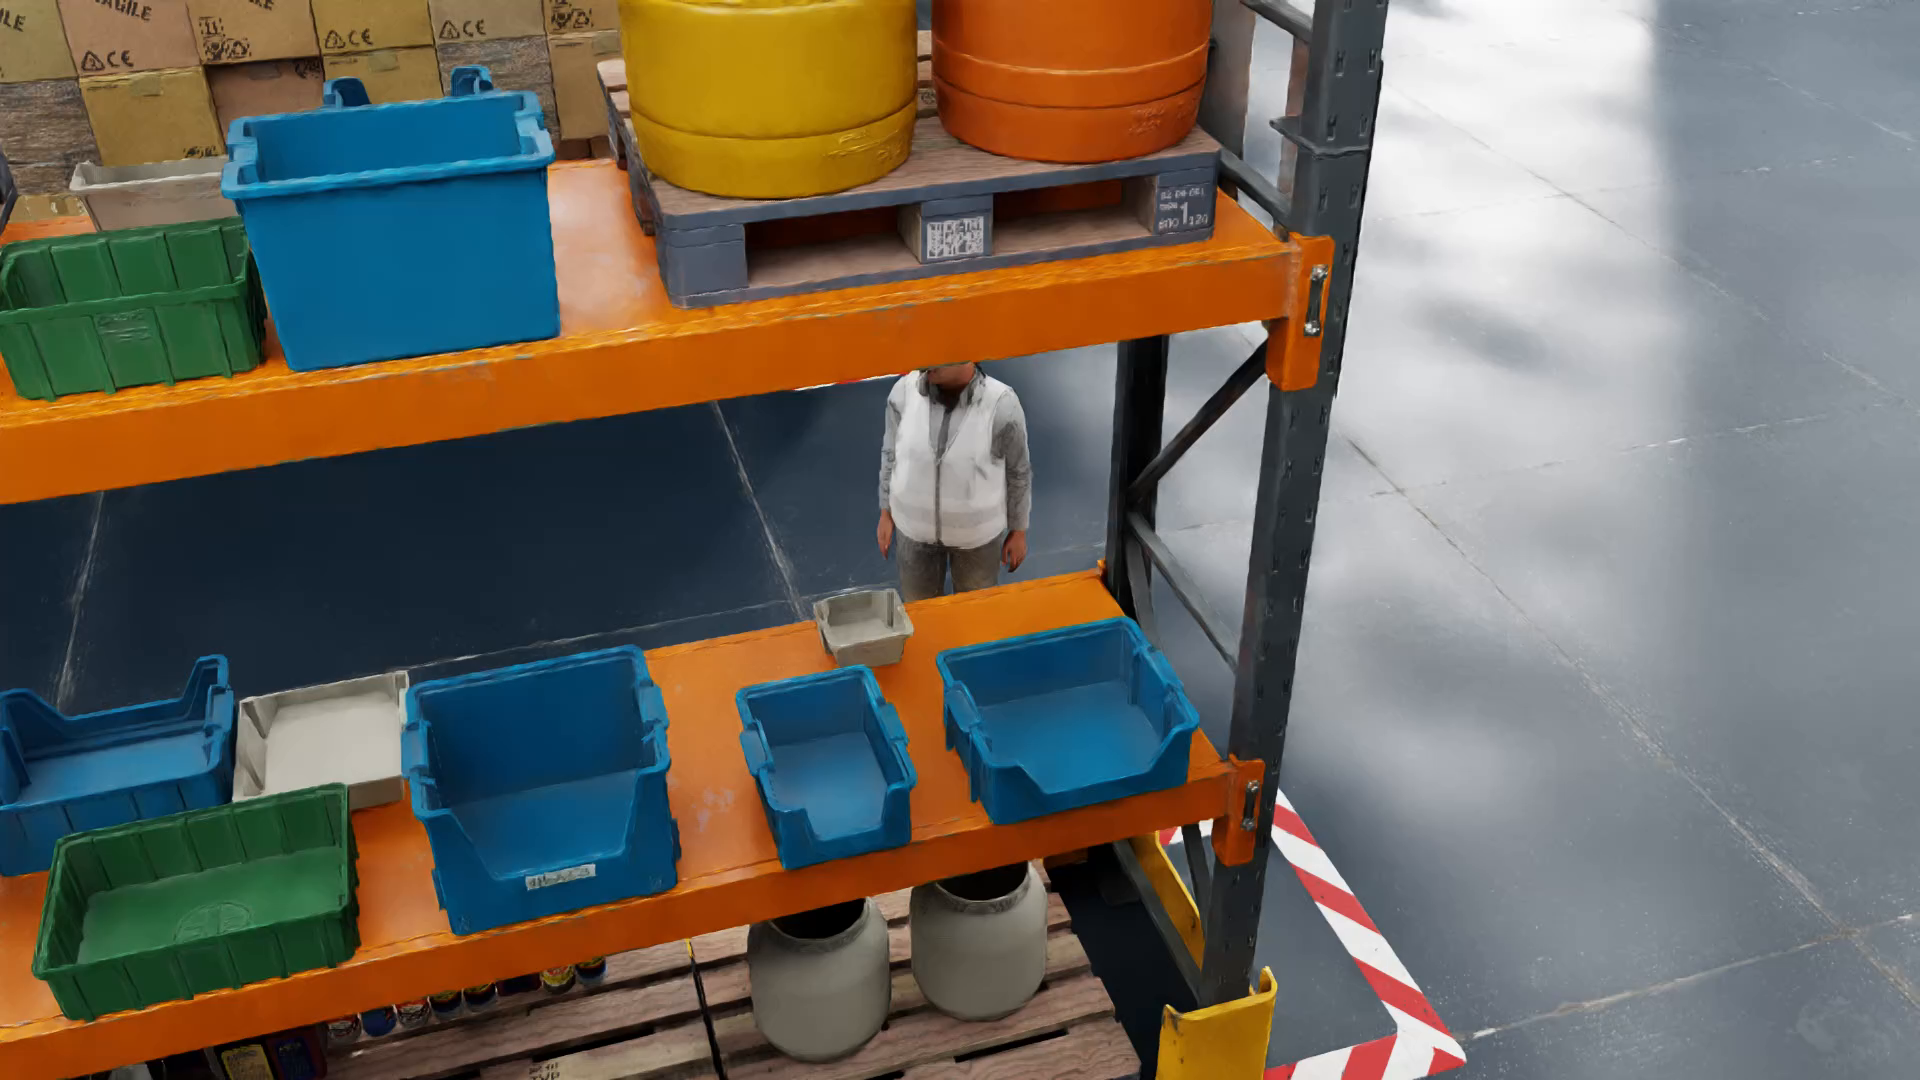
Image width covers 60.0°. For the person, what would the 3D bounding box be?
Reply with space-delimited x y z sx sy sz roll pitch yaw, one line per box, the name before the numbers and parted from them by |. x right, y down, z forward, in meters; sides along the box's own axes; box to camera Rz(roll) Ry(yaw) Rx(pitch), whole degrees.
person | -0.027 -0.063 6.181 0.582 1.773 0.361 7 34 10
